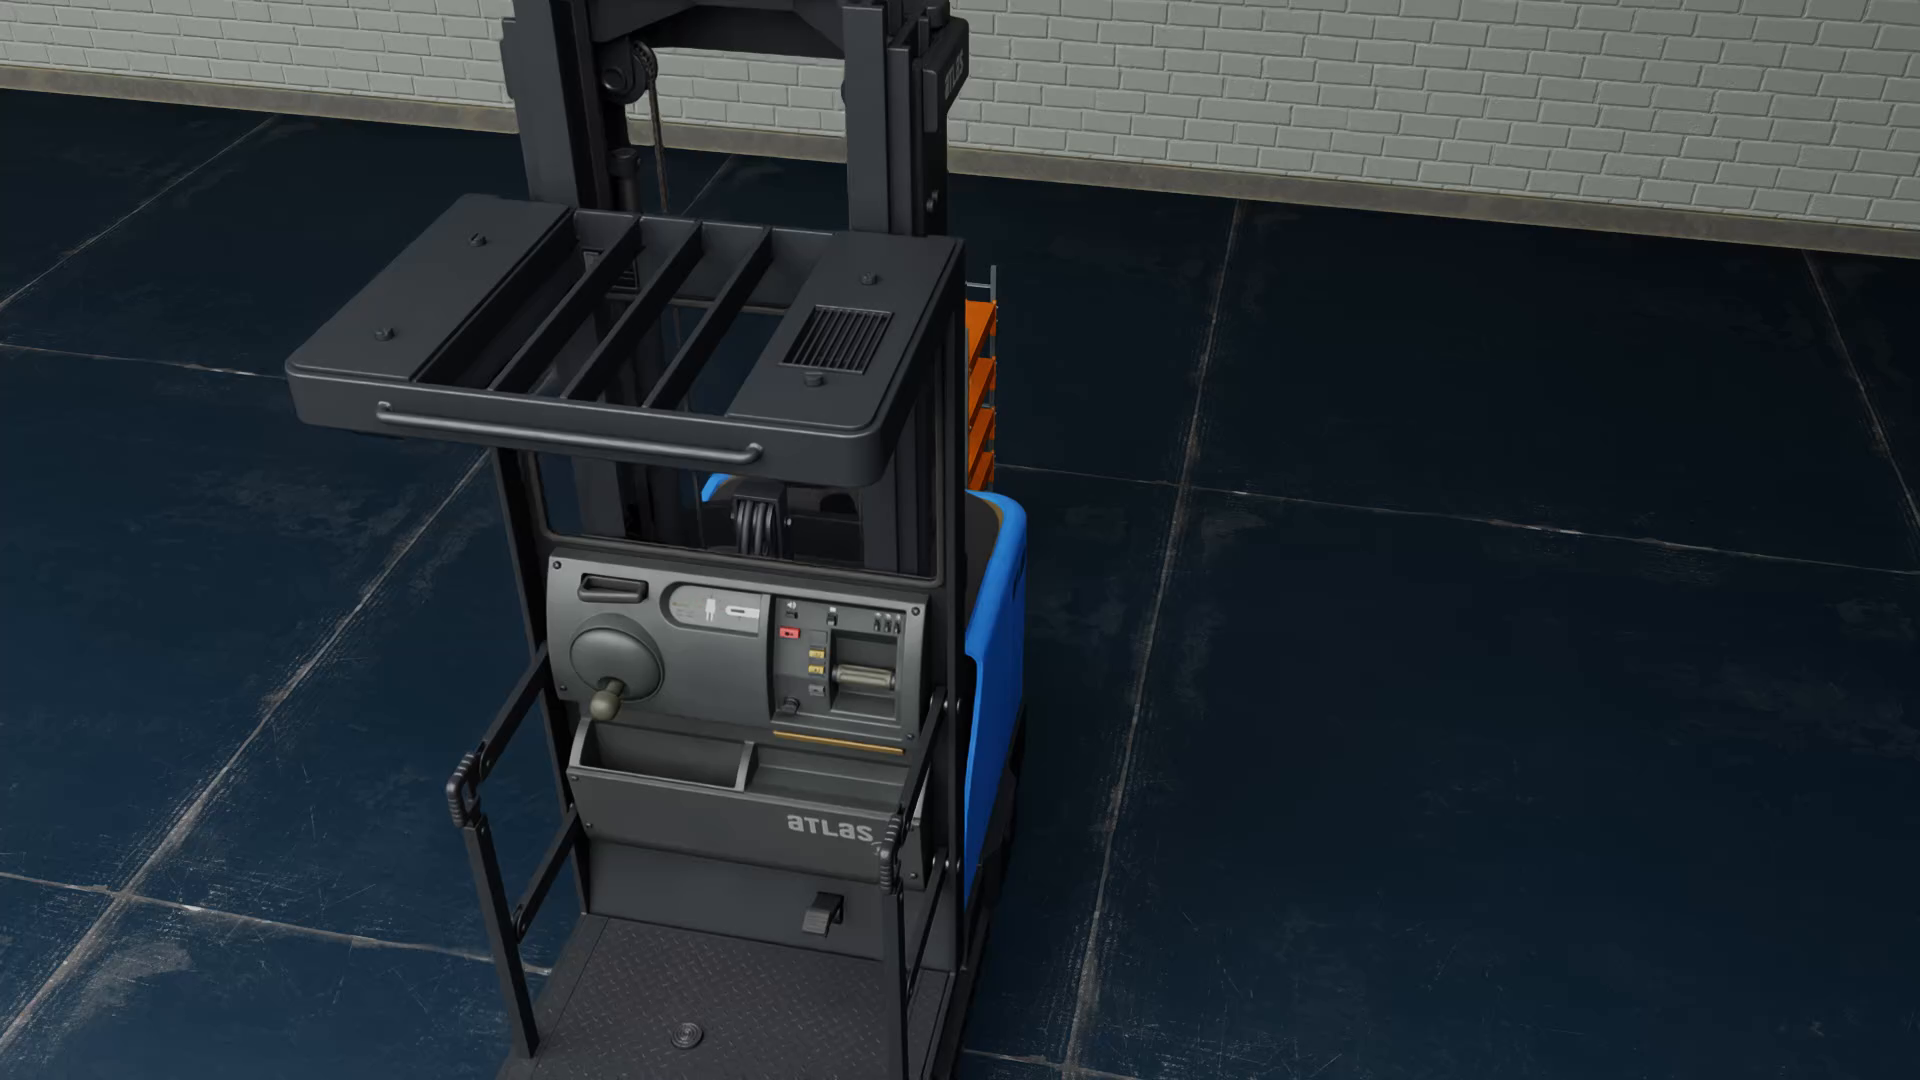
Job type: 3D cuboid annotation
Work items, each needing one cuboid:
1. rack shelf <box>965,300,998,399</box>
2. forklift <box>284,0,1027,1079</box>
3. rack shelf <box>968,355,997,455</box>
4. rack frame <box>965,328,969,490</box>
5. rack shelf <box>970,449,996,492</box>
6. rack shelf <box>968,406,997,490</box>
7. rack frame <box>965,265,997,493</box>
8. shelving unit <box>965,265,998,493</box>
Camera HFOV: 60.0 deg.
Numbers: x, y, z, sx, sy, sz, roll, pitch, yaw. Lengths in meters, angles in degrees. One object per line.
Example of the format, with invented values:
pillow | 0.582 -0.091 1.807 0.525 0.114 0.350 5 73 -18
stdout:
rack shelf | -0.035 -0.709 6.036 0.258 0.148 0.480 7 37 10
forklift | -0.580 0.334 3.792 1.130 2.935 3.031 7 37 9
rack shelf | -0.035 -0.518 6.175 0.258 0.148 0.480 7 37 10
rack frame | -0.087 -0.251 6.074 0.240 1.200 0.015 7 37 10
rack shelf | -0.035 -0.176 6.423 0.258 0.148 0.480 7 37 10
rack shelf | -0.035 -0.336 6.306 0.258 0.148 0.480 7 37 10
rack frame | 0.017 -0.531 6.460 0.240 1.200 0.015 7 37 10
shelving unit | -0.035 -0.391 6.267 0.258 1.200 0.503 7 37 10
